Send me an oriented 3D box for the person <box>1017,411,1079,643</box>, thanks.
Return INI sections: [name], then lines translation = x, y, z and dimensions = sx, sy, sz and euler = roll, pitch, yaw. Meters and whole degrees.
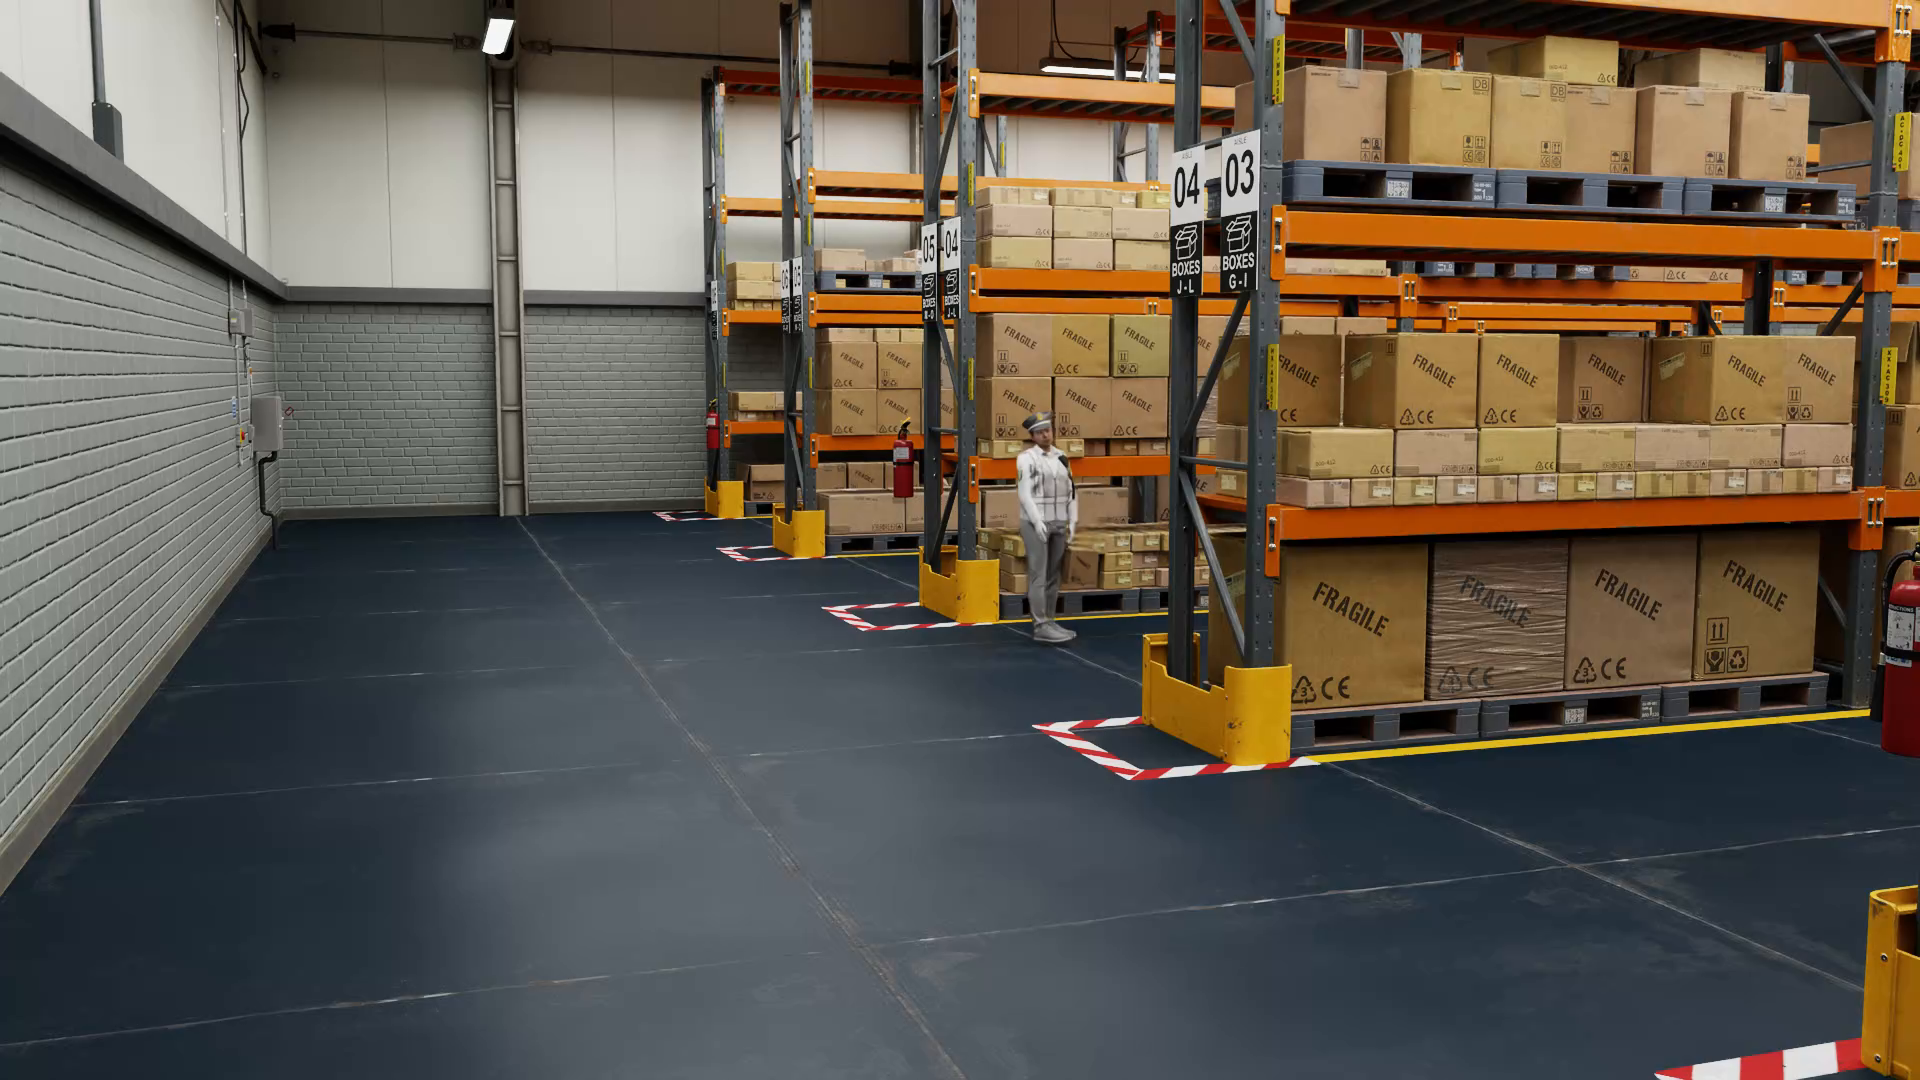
[person]
translation = 0.690, -0.098, 12.220
dimensions = 0.503, 1.693, 0.526
euler = -4, 7, -37
